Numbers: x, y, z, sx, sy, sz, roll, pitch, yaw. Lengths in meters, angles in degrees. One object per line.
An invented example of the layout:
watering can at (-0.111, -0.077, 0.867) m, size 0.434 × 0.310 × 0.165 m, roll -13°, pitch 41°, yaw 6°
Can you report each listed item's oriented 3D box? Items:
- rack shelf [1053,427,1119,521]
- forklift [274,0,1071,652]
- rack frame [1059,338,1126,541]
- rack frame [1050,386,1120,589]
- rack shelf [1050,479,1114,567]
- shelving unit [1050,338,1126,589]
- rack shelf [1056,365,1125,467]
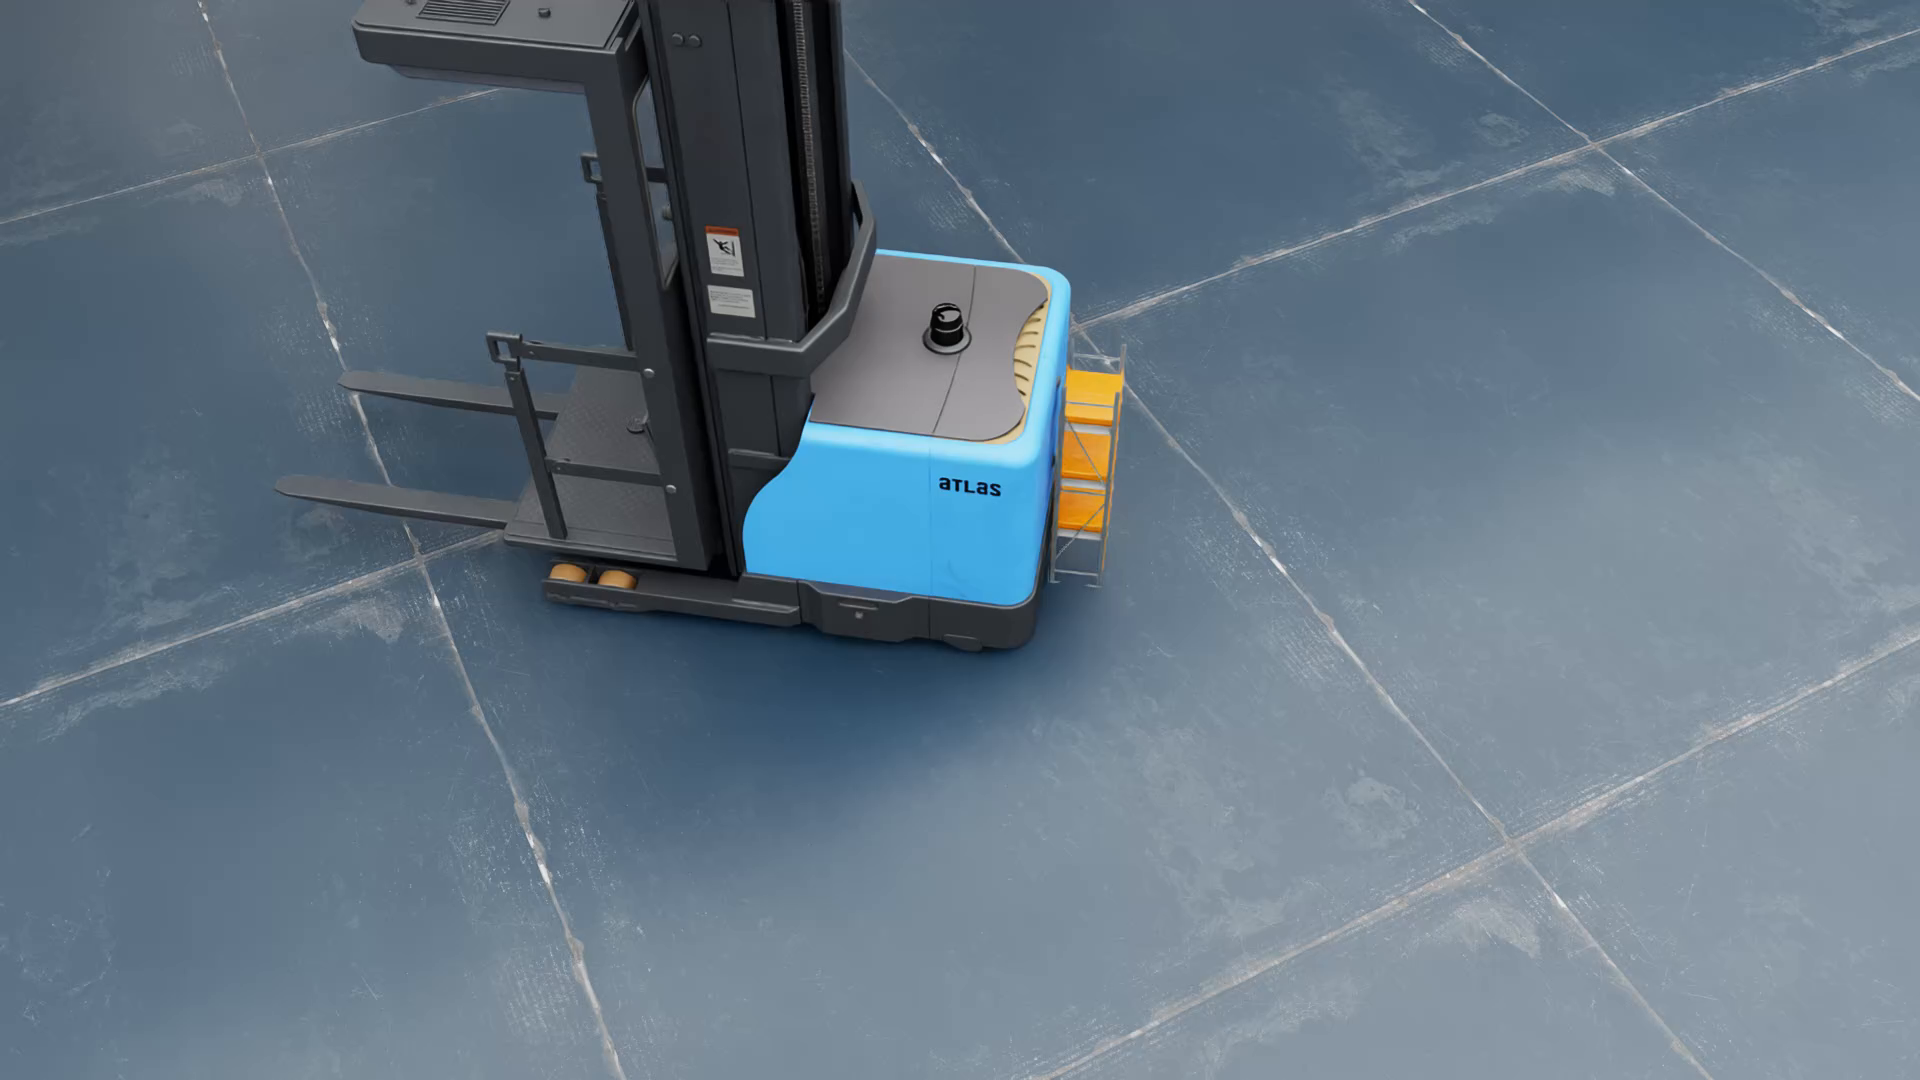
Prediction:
rack shelf at (0.468, -0.254, 6.182) m, size 0.215 × 0.259 × 0.240 m, roll 7°, pitch 49°, yaw 6°
forklift at (-1.146, -1.078, 5.638) m, size 3.031 × 2.935 × 1.130 m, roll 7°, pitch 49°, yaw 6°
rack frame at (0.486, -0.352, 6.253) m, size 0.200 × 1.050 × 0.008 m, roll 7°, pitch 49°, yaw 6°
rack frame at (0.449, -0.171, 6.094) m, size 0.200 × 1.050 × 0.008 m, roll 7°, pitch 49°, yaw 6°
rack shelf at (0.468, -0.071, 6.391) m, size 0.215 × 0.259 × 0.240 m, roll 7°, pitch 49°, yaw 6°
shelving unit at (0.468, -0.261, 6.174) m, size 0.215 × 1.050 × 0.252 m, roll 7°, pitch 49°, yaw 6°
rack shelf at (0.468, -0.441, 5.968) m, size 0.215 × 0.259 × 0.240 m, roll 7°, pitch 49°, yaw 6°
